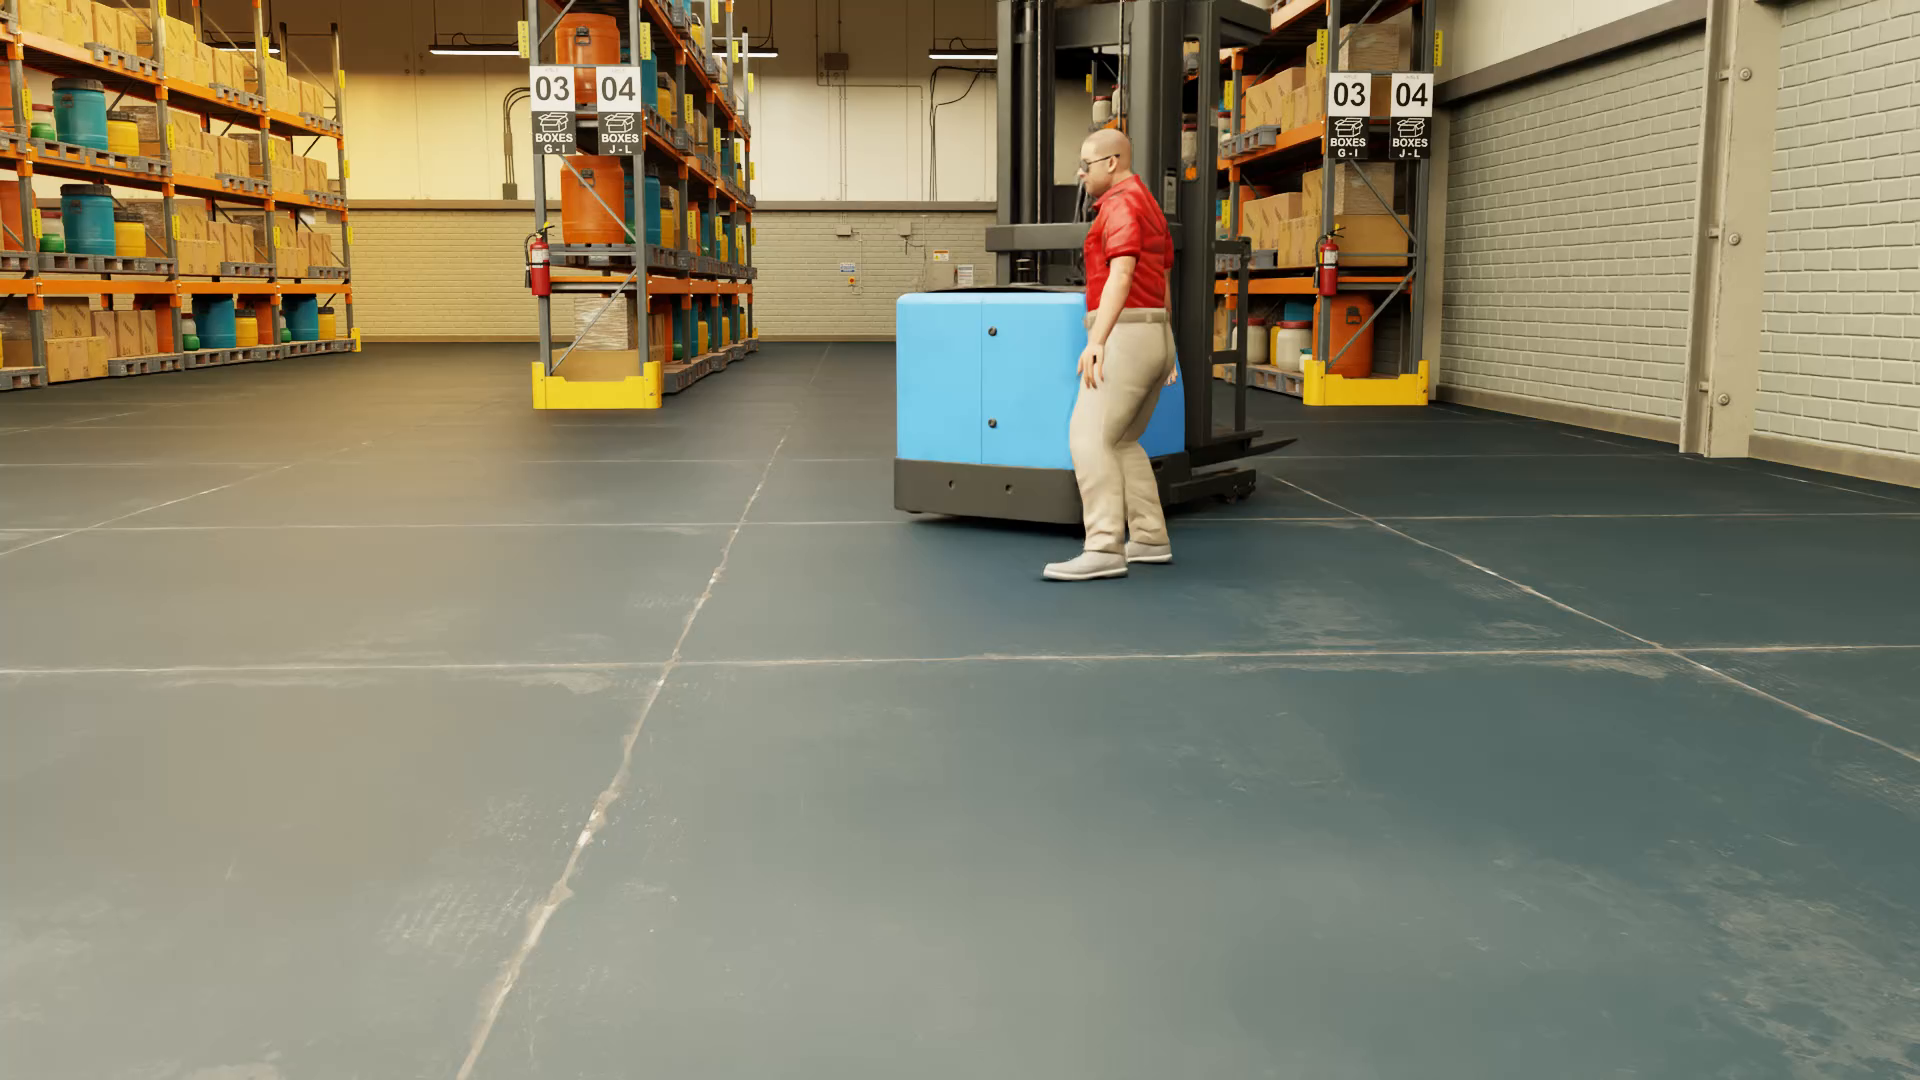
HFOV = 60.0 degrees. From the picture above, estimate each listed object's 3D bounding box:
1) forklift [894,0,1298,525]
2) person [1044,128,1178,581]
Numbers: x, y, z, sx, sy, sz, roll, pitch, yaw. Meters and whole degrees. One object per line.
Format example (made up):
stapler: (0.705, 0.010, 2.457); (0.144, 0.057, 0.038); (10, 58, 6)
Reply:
forklift: (0.906, -1.671, 8.582); (1.130, 2.935, 3.031); (5, 10, 32)
person: (0.623, -0.733, 6.477); (0.390, 1.702, 0.842); (3, 9, 18)
